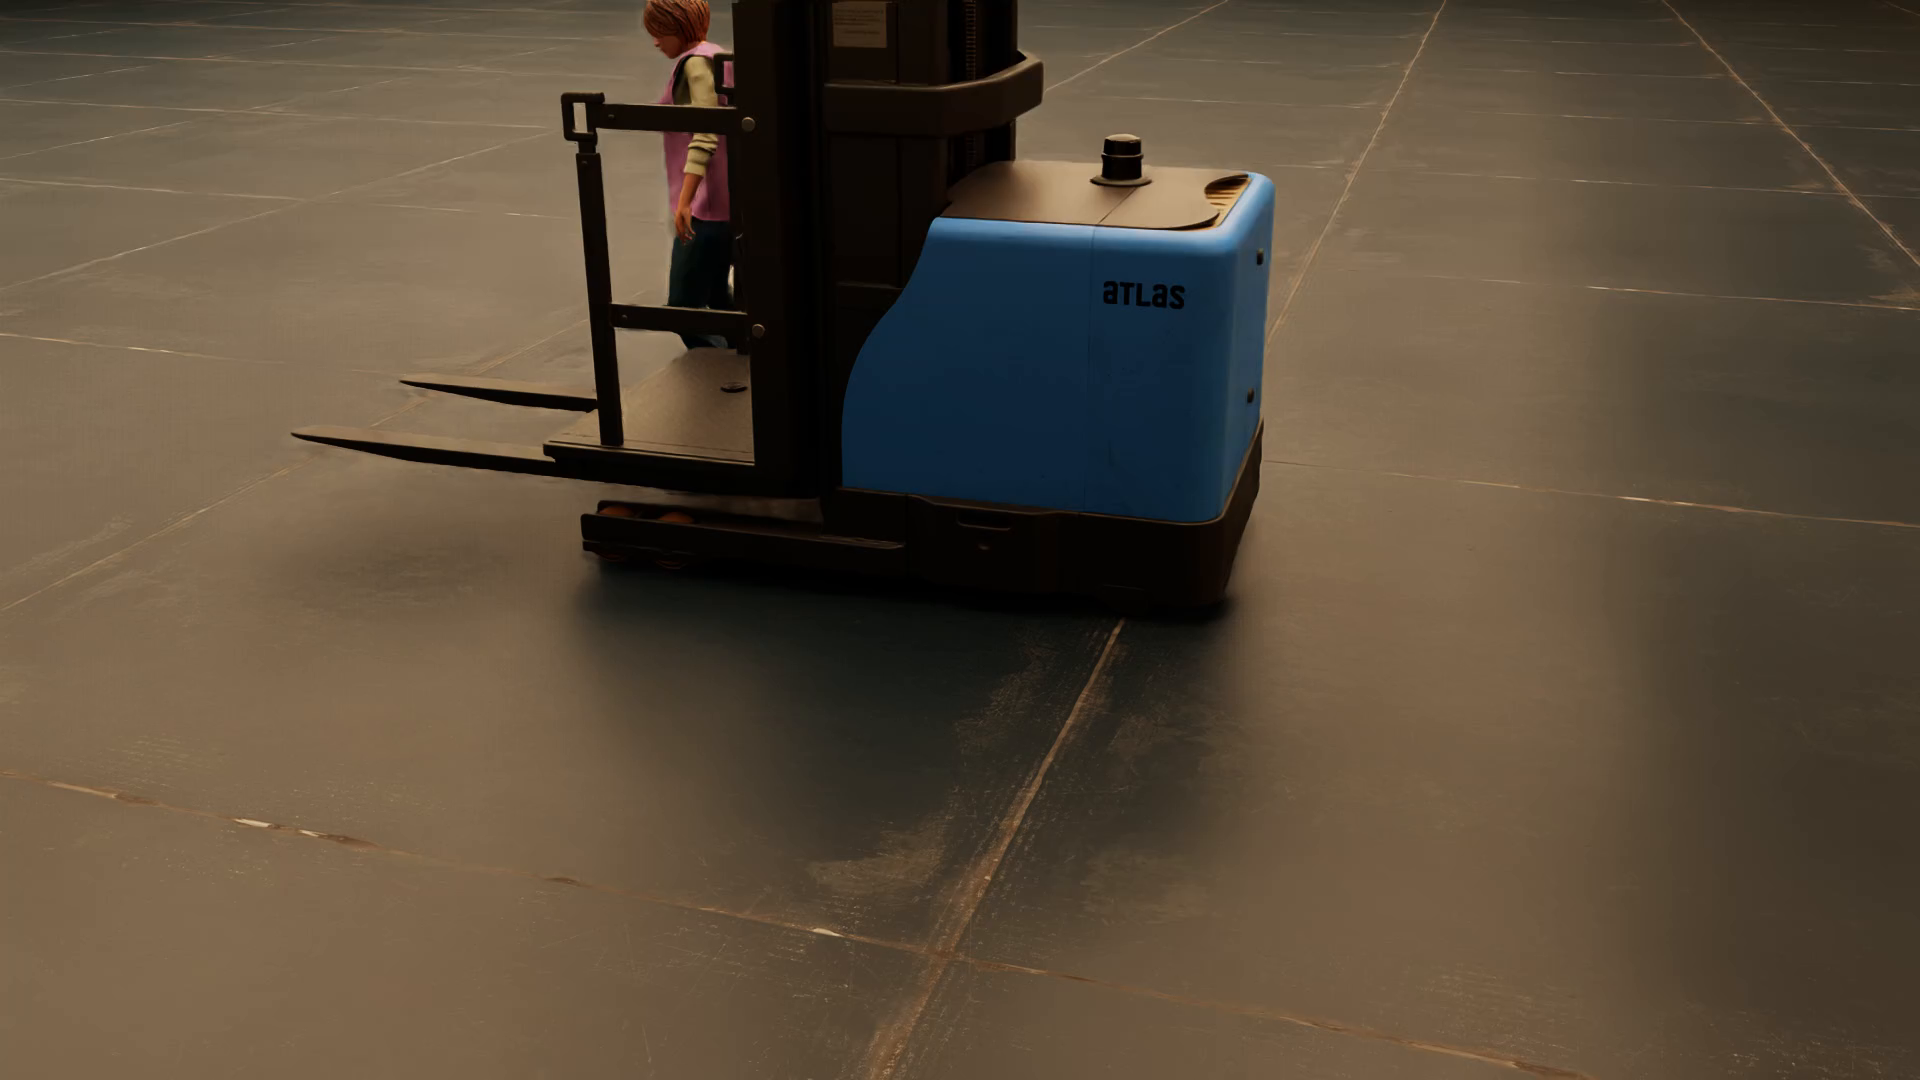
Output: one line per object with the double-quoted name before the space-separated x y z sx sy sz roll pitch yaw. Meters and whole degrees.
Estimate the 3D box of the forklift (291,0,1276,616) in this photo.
"forklift" -0.619 -1.453 4.799 3.031 2.935 1.130 6 23 15

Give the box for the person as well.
"person" -0.911 -1.160 5.932 0.360 1.557 0.782 1 22 3
